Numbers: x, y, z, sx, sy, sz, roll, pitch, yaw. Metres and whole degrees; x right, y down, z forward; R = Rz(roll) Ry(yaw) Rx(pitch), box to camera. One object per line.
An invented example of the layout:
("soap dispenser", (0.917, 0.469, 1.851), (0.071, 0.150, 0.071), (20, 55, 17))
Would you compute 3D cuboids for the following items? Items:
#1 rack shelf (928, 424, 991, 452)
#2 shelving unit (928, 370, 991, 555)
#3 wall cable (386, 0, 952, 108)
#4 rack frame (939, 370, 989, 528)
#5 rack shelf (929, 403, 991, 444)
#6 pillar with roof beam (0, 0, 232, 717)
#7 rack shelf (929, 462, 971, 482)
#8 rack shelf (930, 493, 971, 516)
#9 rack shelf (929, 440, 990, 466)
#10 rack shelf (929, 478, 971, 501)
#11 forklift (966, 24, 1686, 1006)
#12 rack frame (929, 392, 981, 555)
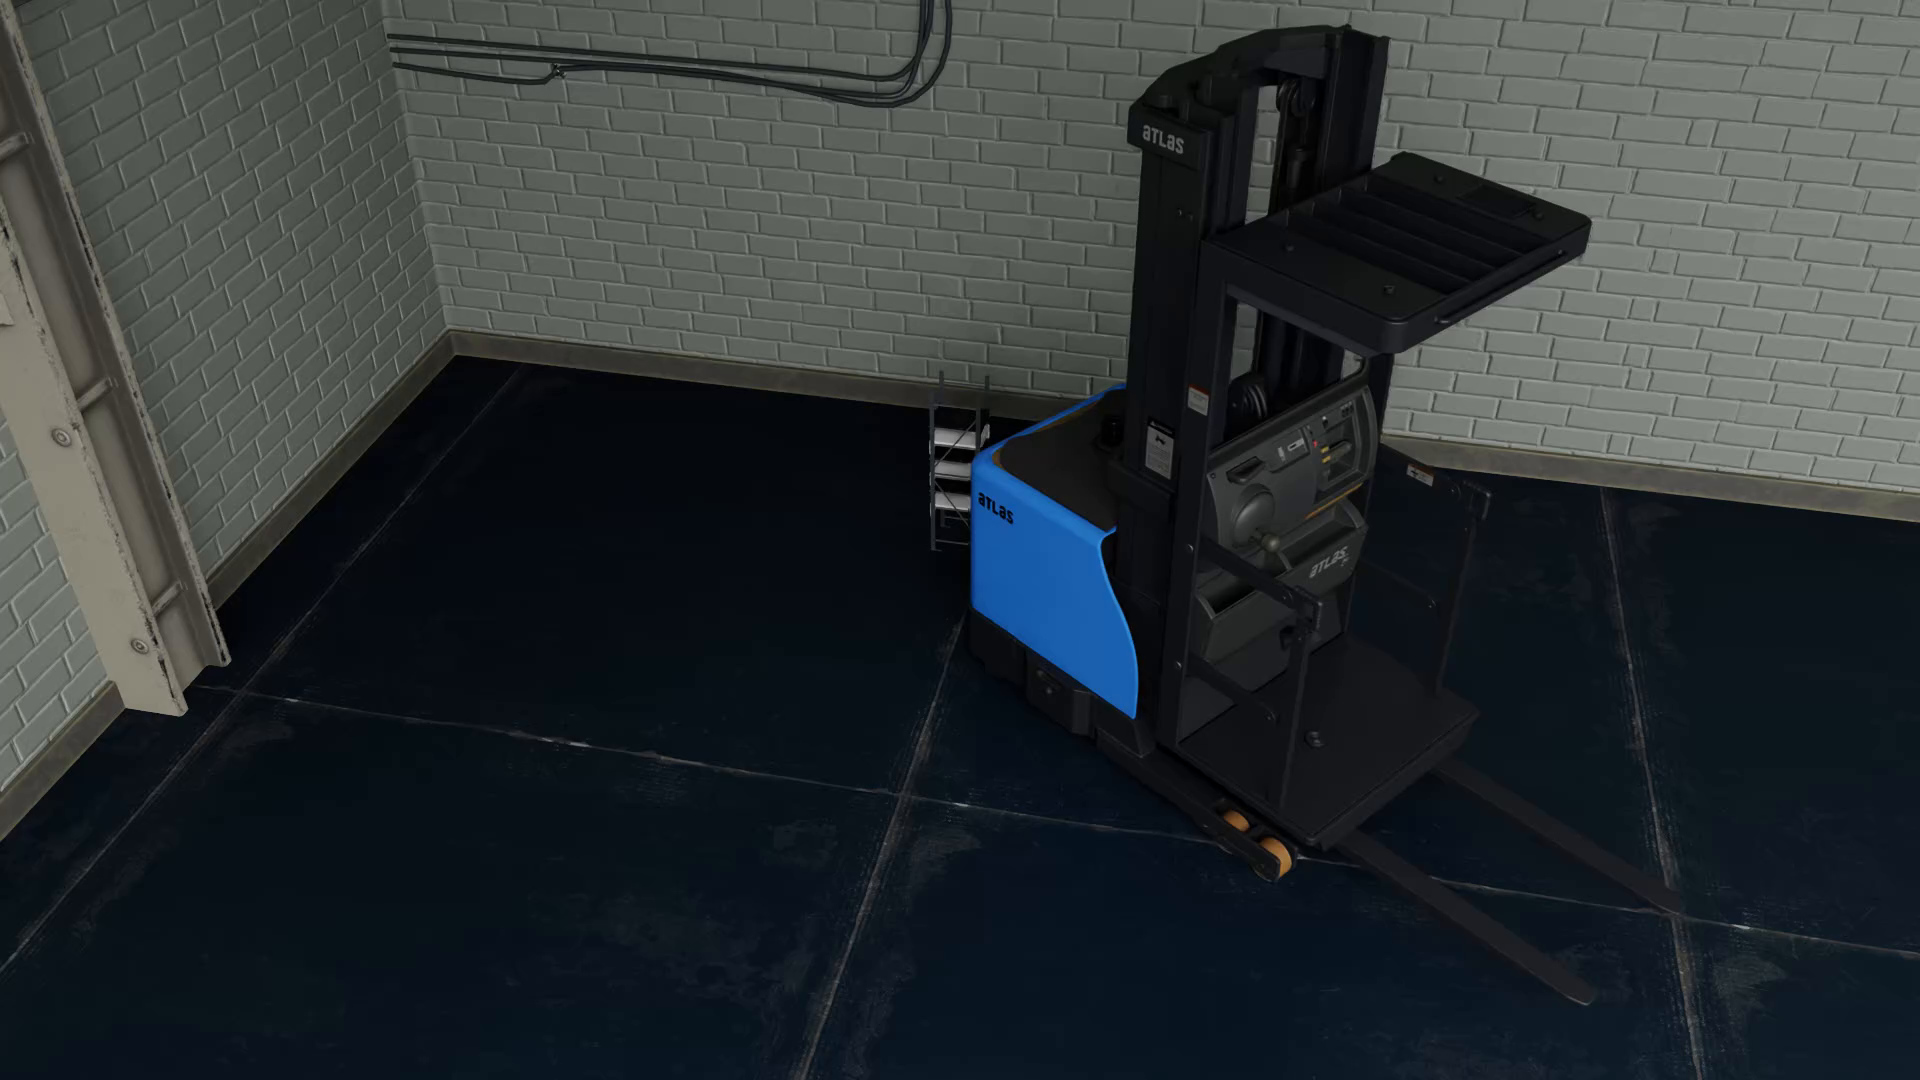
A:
("rack shelf", (-0.002, -0.478, 7.893), (0.258, 0.077, 0.200), (7, 37, 10))
("shelving unit", (-0.002, -0.360, 7.979), (0.258, 0.900, 0.210), (7, 37, 10))
("wall cable", (-1.556, -3.278, 7.751), (3.097, 2.526, 0.112), (7, 37, 10))
("rack frame", (0.020, -0.418, 8.060), (0.240, 0.900, 0.006), (7, 37, 10))
("rack shelf", (-0.002, -0.551, 7.841), (0.258, 0.077, 0.200), (7, 37, 10))
("pillar with roof beam", (0.729, -2.473, 3.994), (9.100, 9.000, 0.400), (7, 37, 10))
("rack shelf", (-0.002, -0.333, 7.999), (0.258, 0.077, 0.200), (7, 37, 10))
("rack shelf", (-0.002, -0.187, 8.105), (0.258, 0.077, 0.200), (7, 37, 10))
("rack shelf", (-0.002, -0.406, 7.946), (0.258, 0.077, 0.200), (7, 37, 10))
("rack shelf", (-0.002, -0.260, 8.052), (0.258, 0.077, 0.200), (7, 37, 10))
("forklift", (1.383, -0.210, 6.042), (1.130, 2.935, 3.031), (-28, 44, -33))
("rack frame", (-0.023, -0.301, 7.899), (0.240, 0.900, 0.006), (7, 37, 10))
